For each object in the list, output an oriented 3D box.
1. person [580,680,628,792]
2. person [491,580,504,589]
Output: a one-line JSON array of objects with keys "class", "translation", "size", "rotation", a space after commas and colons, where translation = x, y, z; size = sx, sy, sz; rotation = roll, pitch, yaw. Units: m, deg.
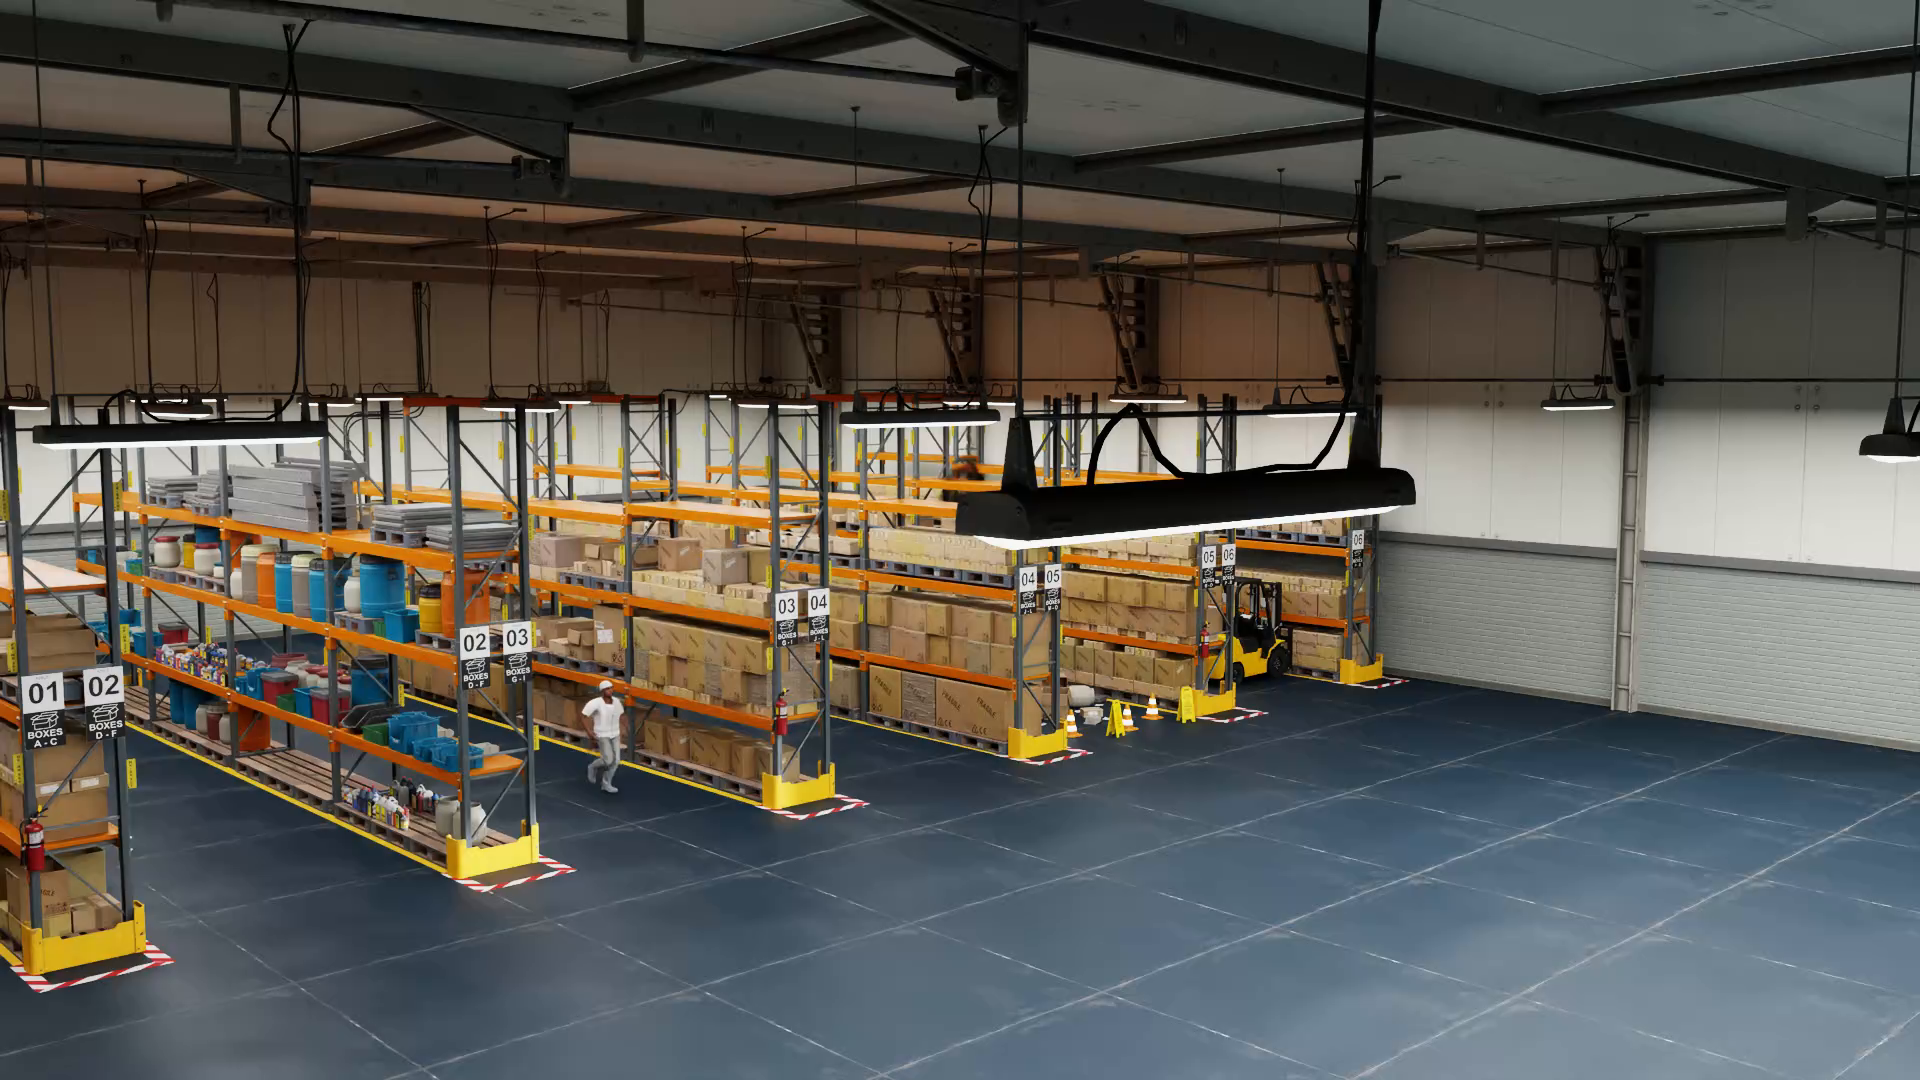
[{"class": "person", "translation": [-5.424, 3.009, 25.533], "size": [0.594, 1.726, 0.730], "rotation": [5, 8, 43]}, {"class": "person", "translation": [-11.145, 1.702, 39.659], "size": [0.801, 1.639, 0.562], "rotation": [1, 6, 14]}]
